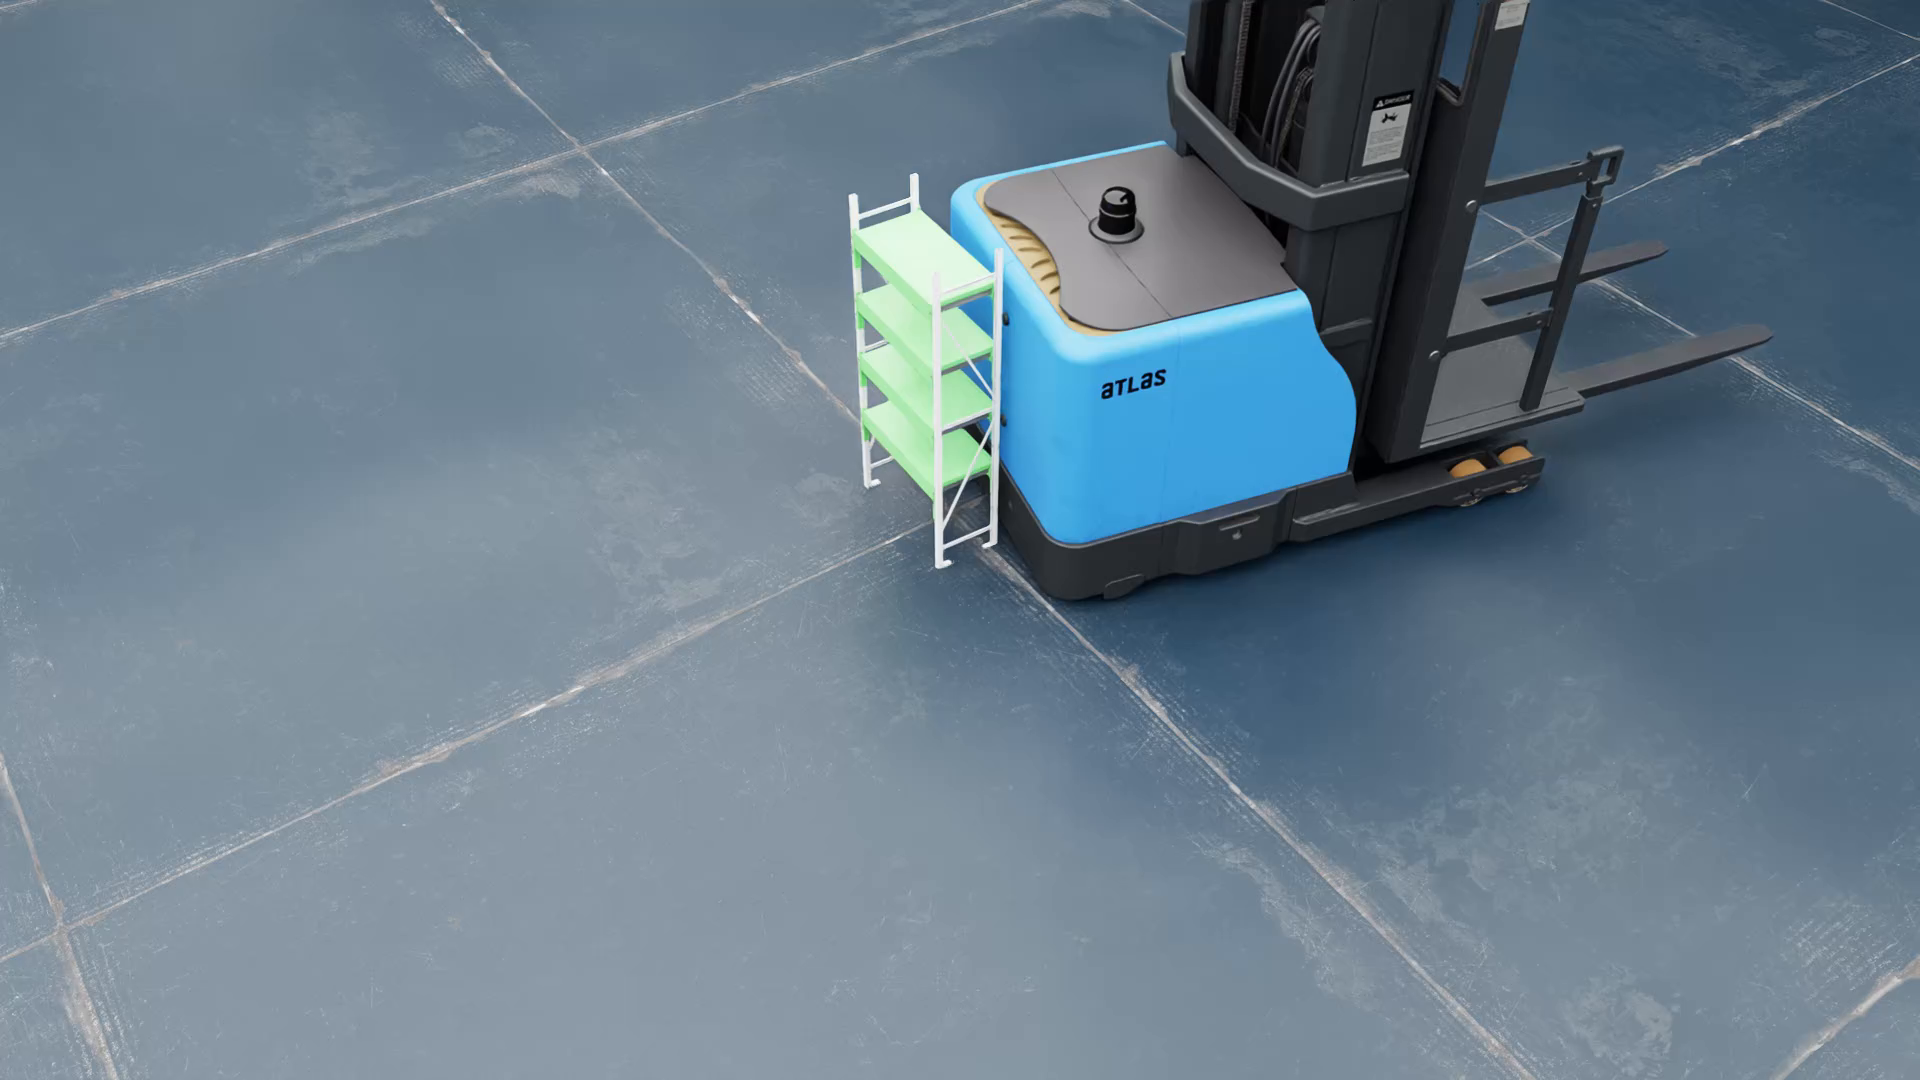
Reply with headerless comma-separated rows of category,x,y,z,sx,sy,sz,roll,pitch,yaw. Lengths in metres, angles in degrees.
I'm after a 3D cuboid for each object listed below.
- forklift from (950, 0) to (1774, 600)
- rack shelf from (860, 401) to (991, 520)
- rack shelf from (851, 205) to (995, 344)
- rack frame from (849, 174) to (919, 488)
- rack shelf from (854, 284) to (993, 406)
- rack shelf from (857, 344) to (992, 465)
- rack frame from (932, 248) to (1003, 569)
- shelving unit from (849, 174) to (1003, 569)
forklift,1.525,-1.506,5.205,3.031,2.935,1.130,-15,46,-15
rack shelf,-0.107,-0.305,5.641,0.258,0.148,0.480,-23,48,-23
rack shelf,-0.107,-0.826,5.144,0.258,0.148,0.480,-23,48,-23
rack frame,-0.236,-0.668,5.581,0.240,1.200,0.015,-23,48,-23
rack shelf,-0.107,-0.653,5.310,0.258,0.148,0.480,-23,48,-23
rack shelf,-0.107,-0.479,5.475,0.258,0.148,0.480,-23,48,-23
rack frame,0.023,-0.382,5.282,0.240,1.200,0.015,-23,48,-23
shelving unit,-0.107,-0.525,5.431,0.258,1.200,0.503,-23,48,-23
